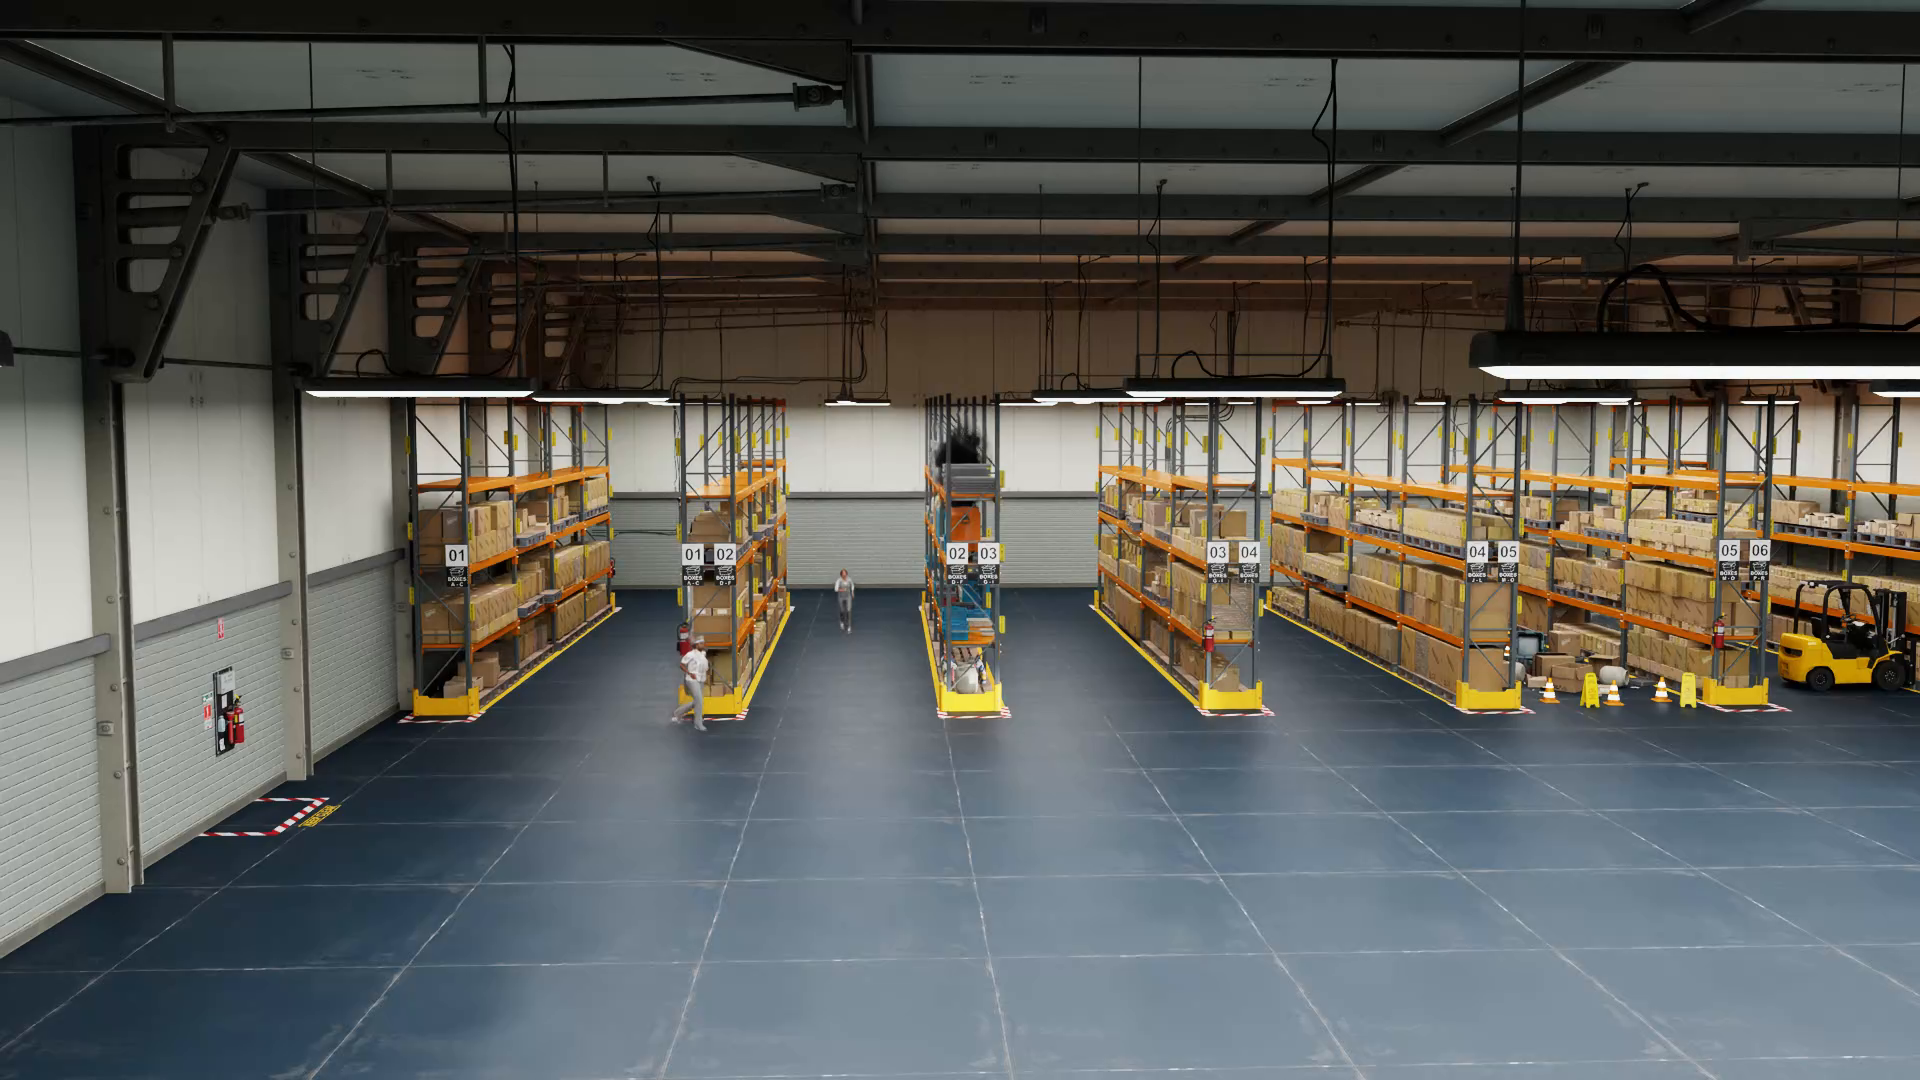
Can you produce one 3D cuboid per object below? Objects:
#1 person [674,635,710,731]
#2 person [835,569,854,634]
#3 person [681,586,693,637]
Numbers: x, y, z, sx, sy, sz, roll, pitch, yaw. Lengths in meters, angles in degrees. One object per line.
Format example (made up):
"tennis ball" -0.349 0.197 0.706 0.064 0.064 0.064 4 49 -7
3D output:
"person" -4.766 2.555 29.890 0.798 1.698 0.617 3 5 32
"person" -2.953 1.547 42.552 0.515 1.633 0.785 -1 5 -9
"person" -6.477 1.671 40.199 0.656 1.783 0.899 -1 5 -7
